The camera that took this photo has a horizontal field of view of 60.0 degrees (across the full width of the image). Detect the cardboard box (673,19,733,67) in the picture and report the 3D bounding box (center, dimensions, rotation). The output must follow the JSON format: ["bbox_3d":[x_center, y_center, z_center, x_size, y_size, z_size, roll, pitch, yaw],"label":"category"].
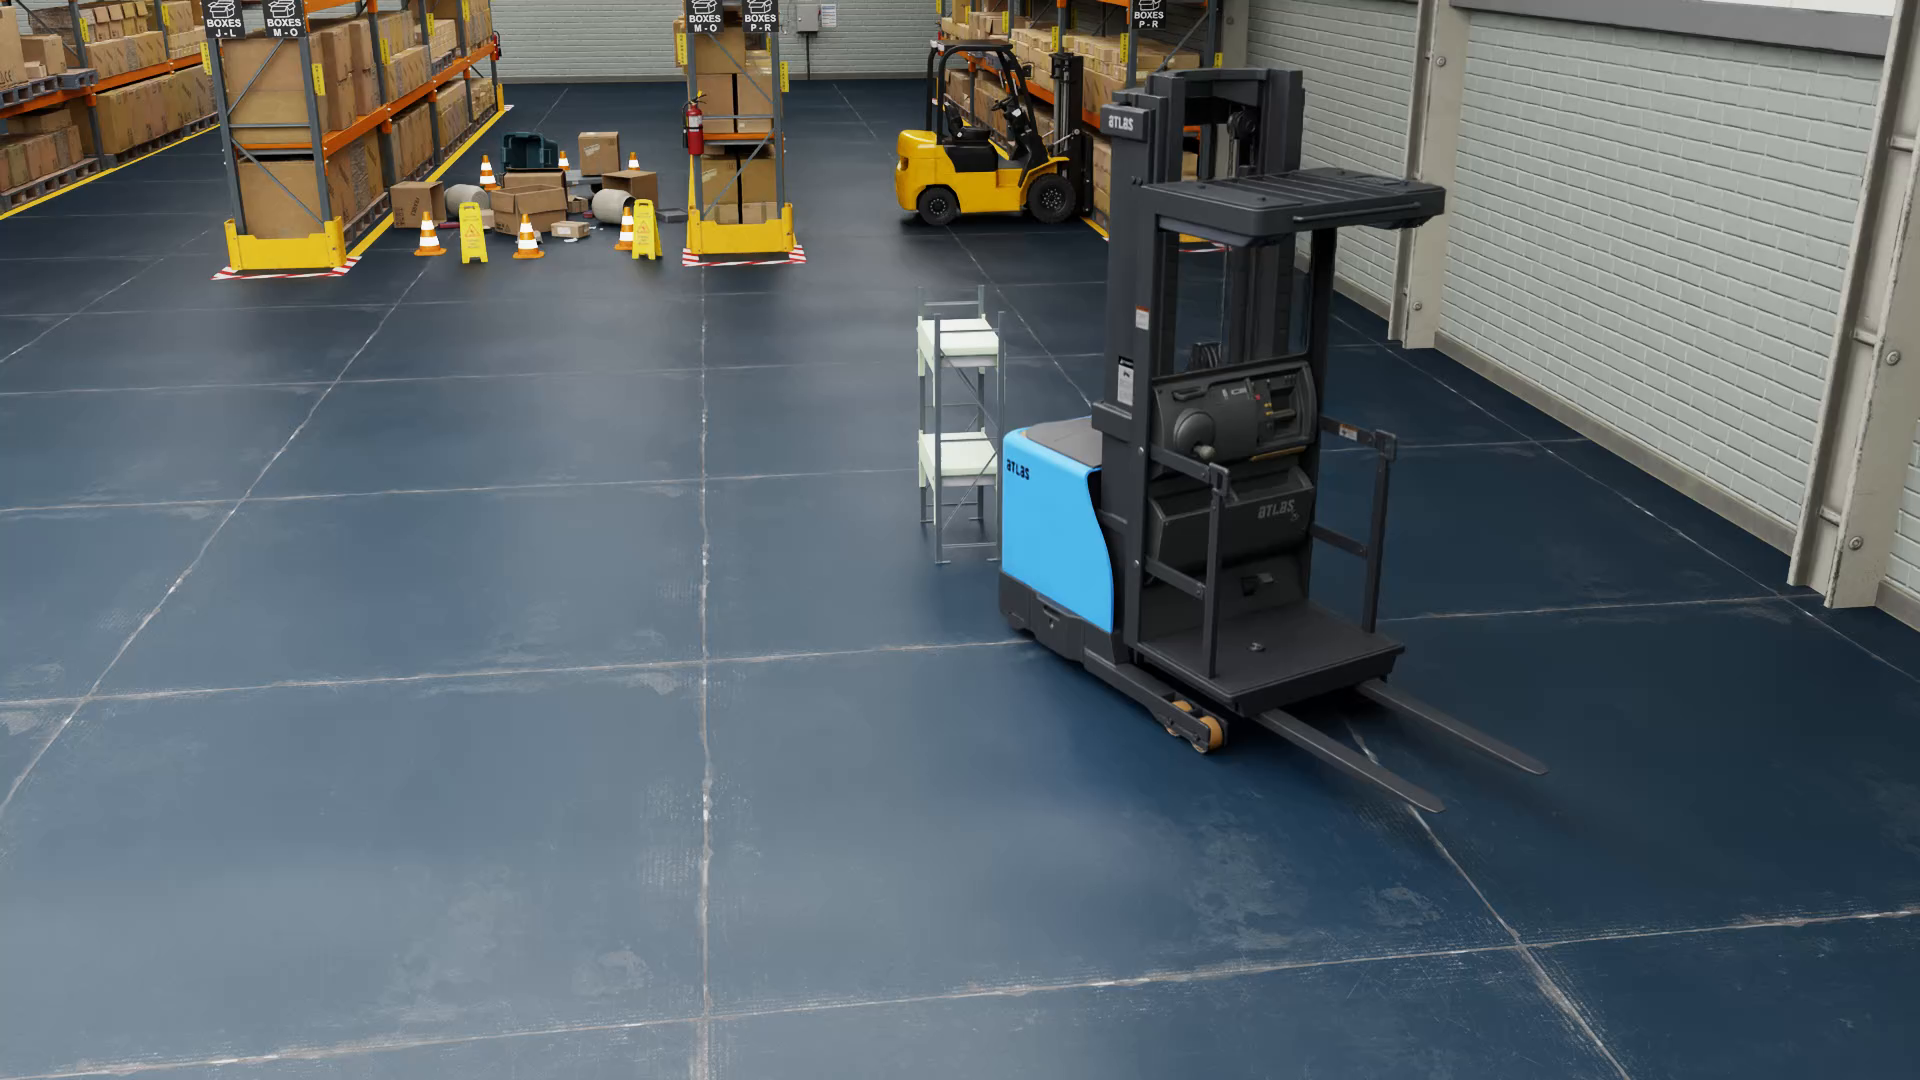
[{"bbox_3d":[-3.028,-5.887,19.693,0.700,0.500,0.500,-3,21,-8],"label":"cardboard box"}]

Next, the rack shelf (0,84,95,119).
[{"bbox_3d":[-13.169,-5.960,22.915,1.077,0.370,4.000,-3,21,-8],"label":"rack shelf"}]

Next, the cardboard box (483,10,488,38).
[{"bbox_3d":[-9.299,-9.839,31.705,0.500,0.500,0.500,-3,21,-9],"label":"cardboard box"}]

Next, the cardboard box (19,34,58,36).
[{"bbox_3d":[-13.340,-7.048,24.057,0.500,0.500,0.500,-6,21,-14],"label":"cardboard box"}]

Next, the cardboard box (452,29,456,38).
[{"bbox_3d":[-8.859,-8.680,28.503,0.380,0.149,0.250,-2,21,-6],"label":"cardboard box"}]

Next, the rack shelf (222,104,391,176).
[{"bbox_3d":[-7.670,-4.790,19.783,1.077,0.370,4.000,-3,21,-8],"label":"rack shelf"}]

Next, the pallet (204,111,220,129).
[{"bbox_3d":[-14.245,-7.759,30.687,1.003,0.211,1.213,-3,21,-8],"label":"pallet"}]

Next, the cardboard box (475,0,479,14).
[{"bbox_3d":[-9.140,-9.945,30.559,0.500,0.500,0.500,-4,21,-10],"label":"cardboard box"}]

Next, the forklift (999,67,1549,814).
[{"bbox_3d":[1.405,-0.585,7.592,1.130,2.935,3.031,-12,24,-29],"label":"forklift"}]

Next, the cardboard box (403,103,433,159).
[{"bbox_3d":[-8.536,-6.132,24.962,1.050,0.750,0.750,-3,21,-8],"label":"cardboard box"}]

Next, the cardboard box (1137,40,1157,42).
[{"bbox_3d":[2.344,-6.396,21.560,0.380,0.149,0.250,-3,21,-9],"label":"cardboard box"}]

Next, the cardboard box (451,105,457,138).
[{"bbox_3d":[-8.539,-6.839,27.214,0.500,0.500,0.500,-3,21,-9],"label":"cardboard box"}]

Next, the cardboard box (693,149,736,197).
[{"bbox_3d":[-2.950,-4.424,20.032,0.500,0.500,0.500,-2,21,-6],"label":"cardboard box"}]

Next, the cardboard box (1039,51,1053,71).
[{"bbox_3d":[1.432,-6.855,23.782,0.500,0.250,0.500,-3,21,-9],"label":"cardboard box"}]

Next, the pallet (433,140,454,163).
[{"bbox_3d":[-8.646,-6.169,26.431,1.003,0.211,1.213,-3,21,-8],"label":"pallet"}]

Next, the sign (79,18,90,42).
[{"bbox_3d":[-12.922,-7.525,24.536,0.100,0.325,0.005,-3,21,-8],"label":"sign"}]

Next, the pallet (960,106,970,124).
[{"bbox_3d":[0.586,-8.057,31.487,1.003,0.211,1.213,-3,21,-8],"label":"pallet"}]

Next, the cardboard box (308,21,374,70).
[{"bbox_3d":[-7.745,-6.082,20.455,0.875,0.550,0.550,-3,21,-8],"label":"cardboard box"}]

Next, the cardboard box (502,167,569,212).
[{"bbox_3d":[-5.399,-4.417,21.130,0.797,0.637,0.503,-3,21,-8],"label":"cardboard box"}]

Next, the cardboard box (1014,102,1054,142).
[{"bbox_3d":[1.337,-6.609,26.417,0.875,0.625,0.625,-2,21,-6],"label":"cardboard box"}]

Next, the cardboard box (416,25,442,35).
[{"bbox_3d":[-8.633,-8.274,26.990,0.380,0.149,0.250,-3,21,-9],"label":"cardboard box"}]

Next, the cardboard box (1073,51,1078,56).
[{"bbox_3d":[1.689,-6.315,21.768,0.380,0.149,0.250,-2,21,-7],"label":"cardboard box"}]

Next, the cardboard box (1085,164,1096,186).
[{"bbox_3d":[1.877,-4.619,20.910,0.500,0.250,0.500,-3,21,-9],"label":"cardboard box"}]

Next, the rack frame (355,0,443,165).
[{"bbox_3d":[-8.535,-7.205,25.219,1.000,3.000,0.127,-3,21,-8],"label":"rack frame"}]

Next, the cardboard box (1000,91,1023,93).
[{"bbox_3d":[0.874,-7.415,27.828,0.380,0.149,0.250,-4,21,-10],"label":"cardboard box"}]

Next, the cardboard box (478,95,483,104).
[{"bbox_3d":[-9.069,-8.178,30.874,0.380,0.149,0.250,-3,21,-8],"label":"cardboard box"}]

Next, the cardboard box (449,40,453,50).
[{"bbox_3d":[-8.786,-8.365,28.084,0.380,0.149,0.250,-3,21,-8],"label":"cardboard box"}]

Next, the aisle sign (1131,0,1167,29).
[{"bbox_3d":[2.132,-6.151,18.683,0.394,0.787,0.004,-3,21,-8],"label":"aisle sign"}]

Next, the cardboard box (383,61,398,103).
[{"bbox_3d":[-7.768,-6.062,22.017,0.500,0.500,0.500,-3,21,-7],"label":"cardboard box"}]

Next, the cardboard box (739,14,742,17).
[{"bbox_3d":[-3.051,-7.343,23.493,0.380,0.149,0.250,-2,21,-5],"label":"cardboard box"}]

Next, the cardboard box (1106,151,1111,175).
[{"bbox_3d":[2.039,-4.492,19.856,0.500,0.250,0.500,-2,21,-6],"label":"cardboard box"}]

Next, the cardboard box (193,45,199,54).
[{"bbox_3d":[-13.935,-8.825,29.915,0.380,0.149,0.250,-3,21,-7],"label":"cardboard box"}]

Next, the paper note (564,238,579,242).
[{"bbox_3d":[-4.604,-3.555,19.692,0.148,0.019,0.142,-11,23,-26],"label":"paper note"}]

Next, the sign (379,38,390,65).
[{"bbox_3d":[-7.409,-6.291,21.422,0.100,0.325,0.005,-3,21,-8],"label":"sign"}]

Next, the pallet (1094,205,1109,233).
[{"bbox_3d":[2.262,-3.927,20.430,1.003,0.211,1.213,-3,21,-8],"label":"pallet"}]

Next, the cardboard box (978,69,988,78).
[{"bbox_3d":[0.532,-8.460,30.201,0.380,0.149,0.250,-3,21,-9],"label":"cardboard box"}]

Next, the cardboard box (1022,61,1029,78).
[{"bbox_3d":[1.231,-7.152,25.293,0.500,0.250,0.500,-4,21,-10],"label":"cardboard box"}]

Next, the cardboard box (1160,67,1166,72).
[{"bbox_3d":[2.523,-5.535,19.677,0.380,0.149,0.250,-3,21,-8],"label":"cardboard box"}]

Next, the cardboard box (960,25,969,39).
[{"bbox_3d":[0.282,-9.532,31.238,0.500,0.250,0.500,-3,21,-8],"label":"cardboard box"}]

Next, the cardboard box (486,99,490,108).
[{"bbox_3d":[-9.168,-8.314,31.664,0.380,0.149,0.250,-4,21,-10],"label":"cardboard box"}]

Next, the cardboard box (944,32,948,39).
[{"bbox_3d":[-0.117,-10.265,33.773,0.380,0.149,0.250,-3,21,-8],"label":"cardboard box"}]

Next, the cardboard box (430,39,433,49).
[{"bbox_3d":[-8.489,-7.787,26.110,0.380,0.149,0.250,-4,21,-9],"label":"cardboard box"}]

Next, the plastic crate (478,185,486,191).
[{"bbox_3d":[-6.637,-4.535,22.008,0.450,0.188,0.662,-2,18,24],"label":"plastic crate"}]

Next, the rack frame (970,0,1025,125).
[{"bbox_3d":[0.684,-9.126,30.363,1.000,3.000,0.127,-3,21,-8],"label":"rack frame"}]

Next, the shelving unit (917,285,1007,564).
[{"bbox_3d":[0.001,-0.700,9.948,0.431,1.500,0.755,-3,21,-8],"label":"shelving unit"}]

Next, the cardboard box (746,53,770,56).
[{"bbox_3d":[-2.683,-5.971,21.349,0.500,0.500,0.500,-2,21,-6],"label":"cardboard box"}]

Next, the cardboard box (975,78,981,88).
[{"bbox_3d":[0.472,-8.318,30.245,0.380,0.149,0.250,-2,21,-5],"label":"cardboard box"}]

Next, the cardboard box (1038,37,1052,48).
[{"bbox_3d":[1.355,-7.255,24.283,0.380,0.149,0.250,-3,21,-7],"label":"cardboard box"}]

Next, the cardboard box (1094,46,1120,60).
[{"bbox_3d":[1.870,-6.011,20.529,0.380,0.149,0.250,-3,21,-7],"label":"cardboard box"}]

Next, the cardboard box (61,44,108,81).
[{"bbox_3d":[-13.258,-7.218,25.112,0.500,0.500,0.500,-2,21,-6],"label":"cardboard box"}]

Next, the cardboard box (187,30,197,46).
[{"bbox_3d":[-13.990,-8.971,29.737,0.500,0.250,0.500,-2,21,-6],"label":"cardboard box"}]

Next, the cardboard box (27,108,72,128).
[{"bbox_3d":[-13.331,-6.145,24.255,0.500,0.250,0.500,-2,21,-6],"label":"cardboard box"}]

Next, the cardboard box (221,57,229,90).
[{"bbox_3d":[-14.439,-8.743,31.775,0.875,0.875,0.875,-3,21,-8],"label":"cardboard box"}]

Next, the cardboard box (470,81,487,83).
[{"bbox_3d":[-9.244,-8.678,31.787,0.380,0.149,0.250,-4,21,-10],"label":"cardboard box"}]

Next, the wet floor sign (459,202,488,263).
[{"bbox_3d":[-5.418,-3.422,18.455,0.267,0.644,0.232,-7,21,-17],"label":"wet floor sign"}]
